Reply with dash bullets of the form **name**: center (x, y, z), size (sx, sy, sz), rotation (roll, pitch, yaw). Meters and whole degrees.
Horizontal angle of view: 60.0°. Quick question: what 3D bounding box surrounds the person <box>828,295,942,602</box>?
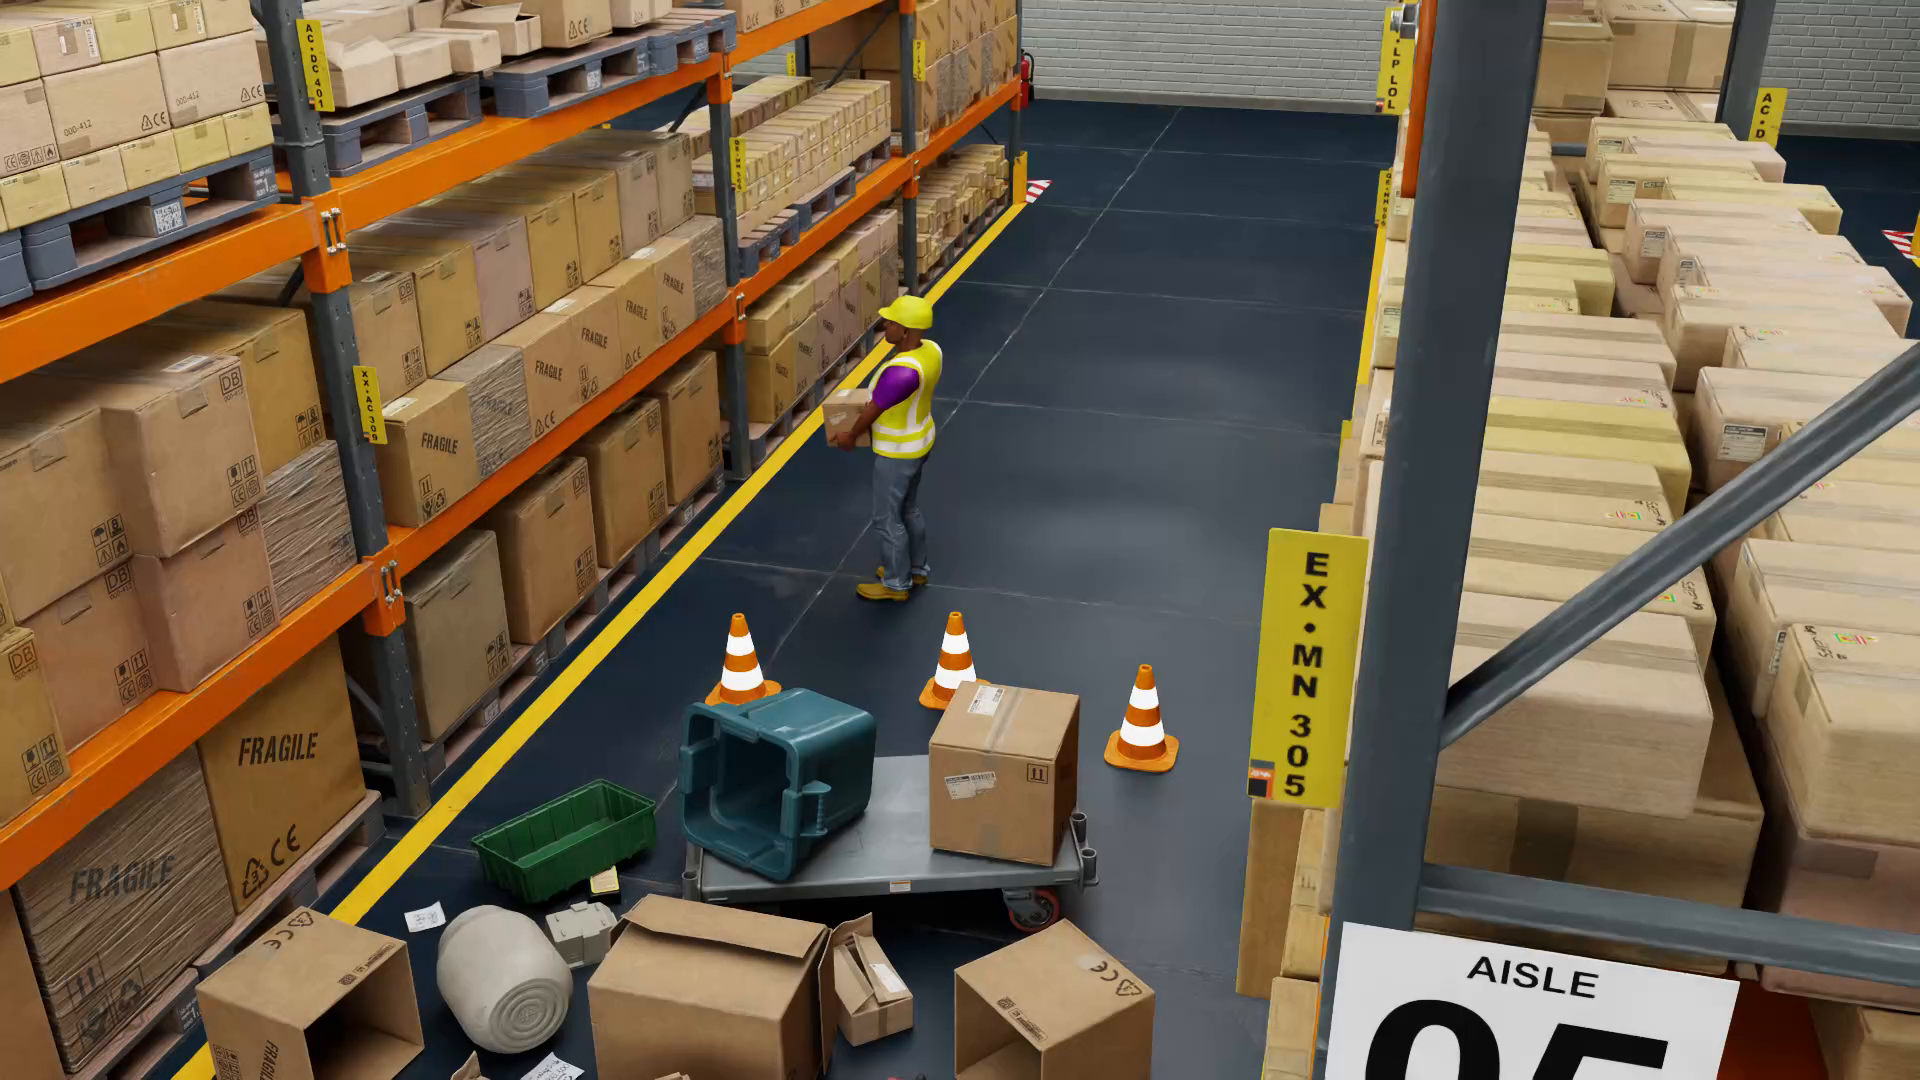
- **person**: center (-0.412, -0.510, 9.172), size (0.577, 1.760, 0.503), rotation (7, 26, 14)
